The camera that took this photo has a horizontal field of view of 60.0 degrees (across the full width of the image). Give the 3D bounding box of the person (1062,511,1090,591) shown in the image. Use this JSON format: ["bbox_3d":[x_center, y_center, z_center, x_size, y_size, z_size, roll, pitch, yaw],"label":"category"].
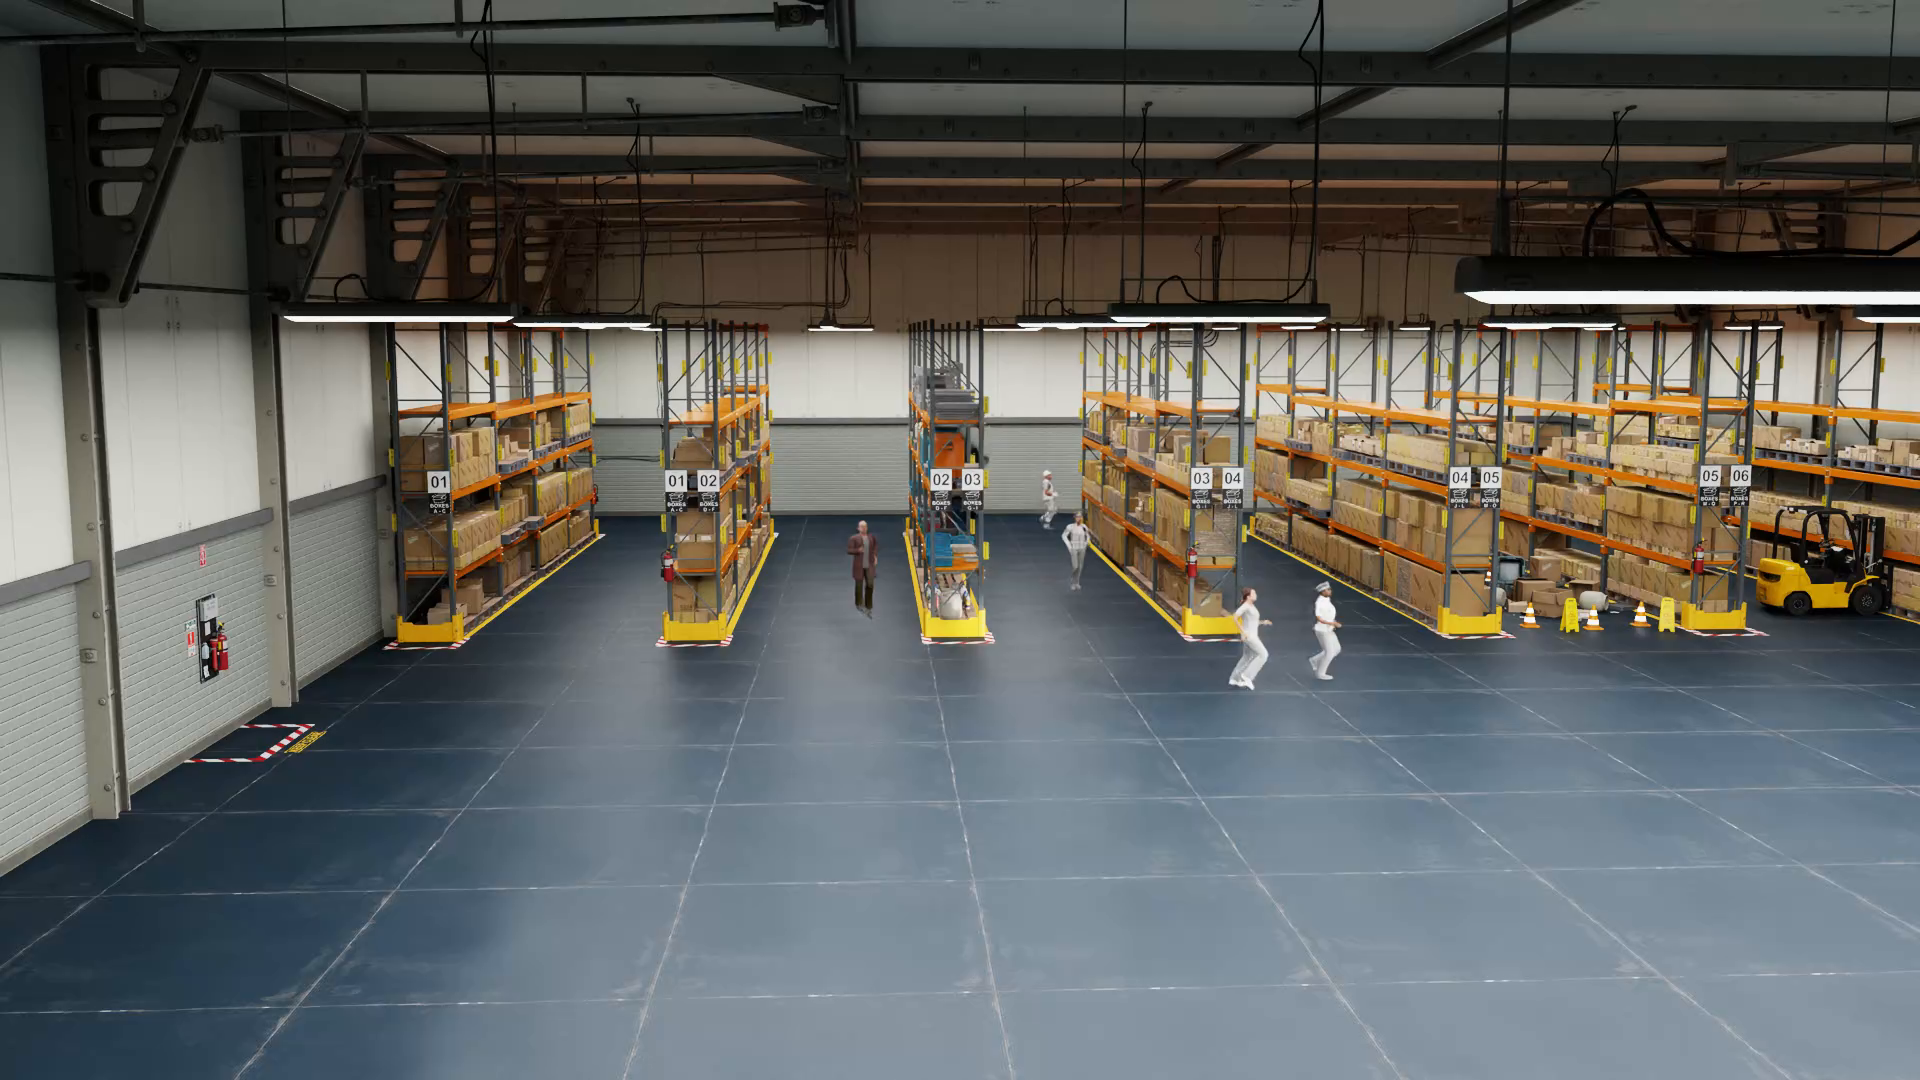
[{"bbox_3d":[2.516,0.238,35.544,0.596,1.731,0.501,-2,7,-13],"label":"person"}]

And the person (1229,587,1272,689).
[{"bbox_3d":[4.695,1.581,26.868,0.670,1.659,0.537,2,7,16],"label":"person"}]

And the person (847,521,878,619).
[{"bbox_3d":[-1.866,0.622,32.407,0.684,1.815,0.767,-2,7,-16],"label":"person"}]

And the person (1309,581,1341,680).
[{"bbox_3d":[6.098,1.500,27.626,0.551,1.644,0.571,3,8,22],"label":"person"}]

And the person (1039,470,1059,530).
[{"bbox_3d":[2.621,-1.177,48.852,0.603,1.739,0.649,0,7,3],"label":"person"}]
